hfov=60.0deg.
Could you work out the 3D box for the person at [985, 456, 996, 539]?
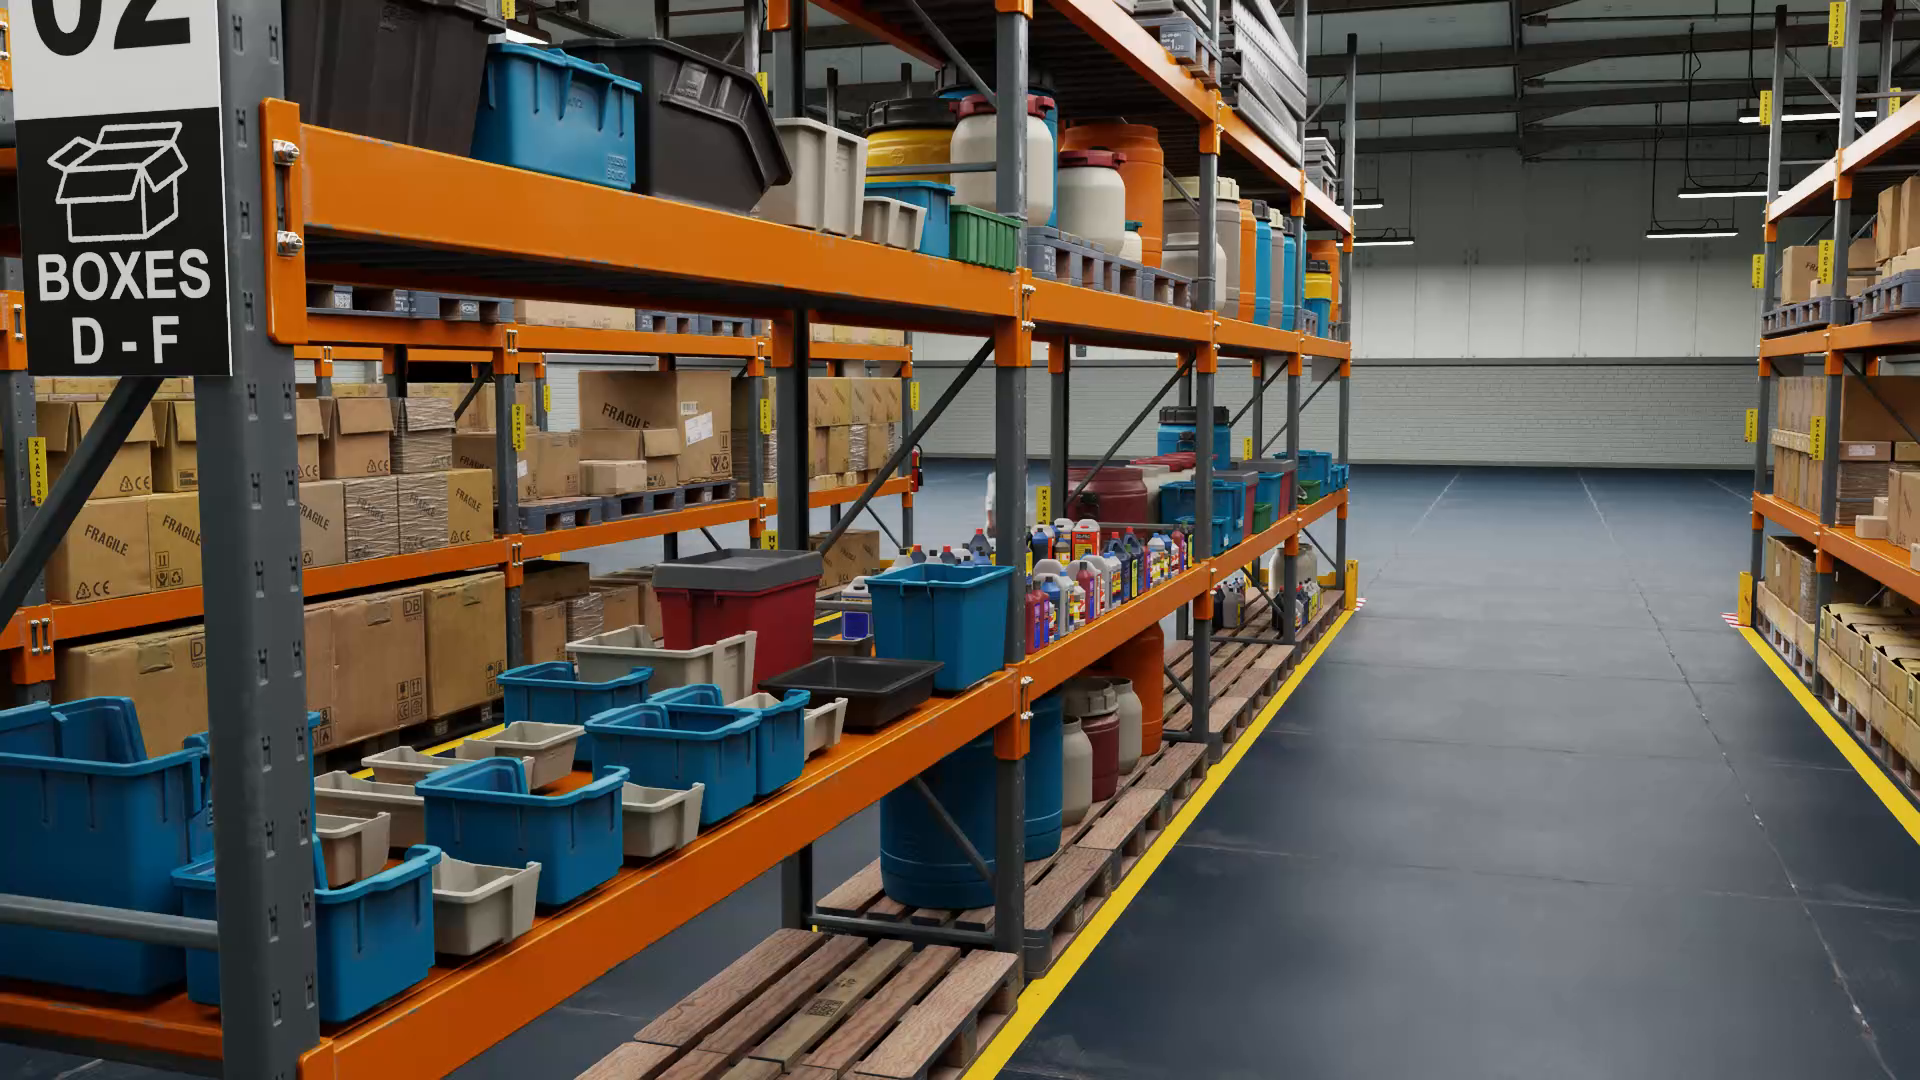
[{"bbox_3d":[0.470,-0.254,19.481,0.420,1.564,0.853,-1,6,-11],"label":"person"}]
